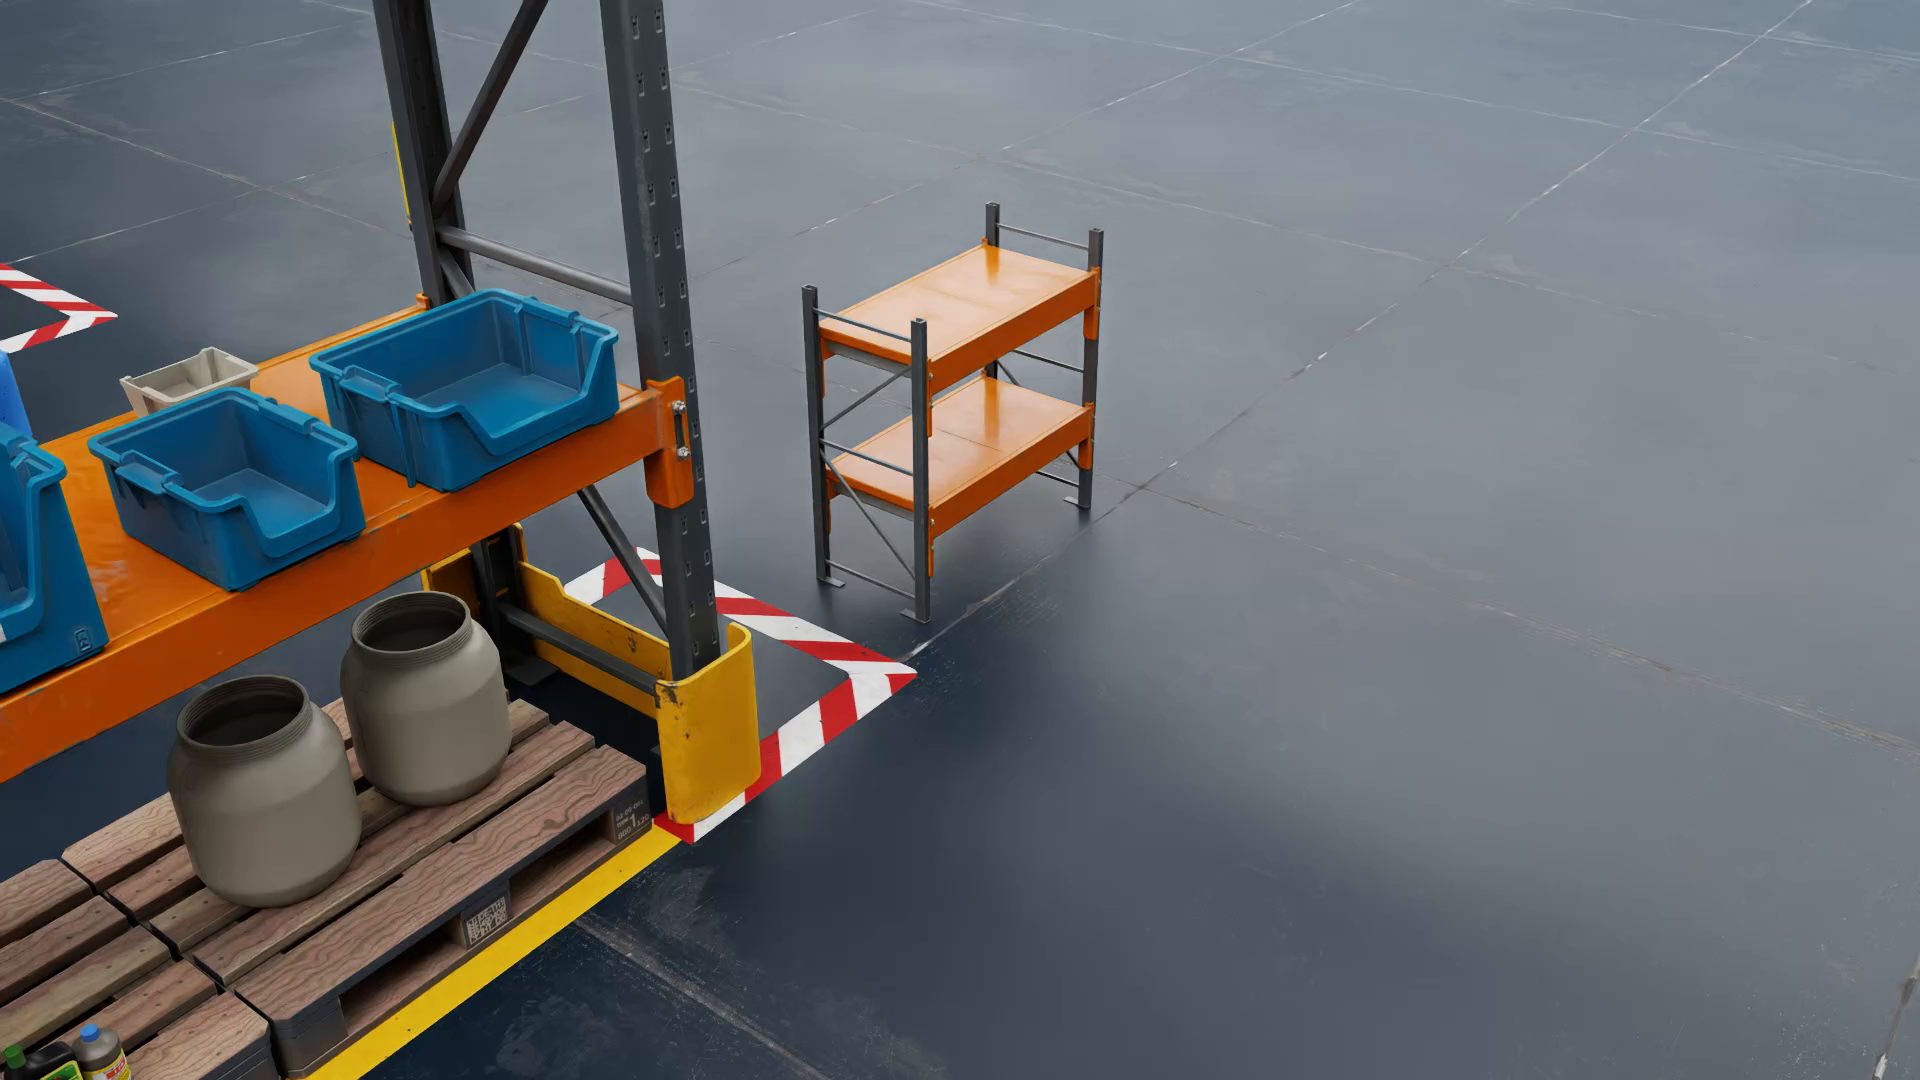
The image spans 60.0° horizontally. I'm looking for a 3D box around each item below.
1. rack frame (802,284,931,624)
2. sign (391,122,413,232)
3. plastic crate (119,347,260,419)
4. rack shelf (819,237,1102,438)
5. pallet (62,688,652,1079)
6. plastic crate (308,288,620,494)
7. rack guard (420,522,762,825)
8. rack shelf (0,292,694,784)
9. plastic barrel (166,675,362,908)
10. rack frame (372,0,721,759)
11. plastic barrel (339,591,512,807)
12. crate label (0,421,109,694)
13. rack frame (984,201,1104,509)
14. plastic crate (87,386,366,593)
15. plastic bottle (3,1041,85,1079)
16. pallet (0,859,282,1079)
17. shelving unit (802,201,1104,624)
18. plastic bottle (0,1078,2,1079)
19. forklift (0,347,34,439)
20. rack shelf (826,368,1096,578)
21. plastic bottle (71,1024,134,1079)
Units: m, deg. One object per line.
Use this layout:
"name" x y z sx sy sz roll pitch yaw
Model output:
"rack frame" -0.311 -0.275 5.610 0.500 1.125 0.032 21 37 31
"sign" -1.574 -1.032 4.778 0.100 0.325 0.005 21 37 31
"plastic crate" -1.935 -0.364 4.180 0.298 0.136 0.250 21 37 31
"rack shelf" -0.004 -0.733 5.809 0.538 0.278 1.000 21 37 31
"pallet" -1.641 0.832 4.640 1.003 0.211 1.213 21 37 31
"plastic crate" -1.202 -0.382 4.099 0.499 0.251 0.616 21 37 31
"rack guard" -1.147 0.379 5.120 1.175 0.500 0.348 21 37 31
"rack shelf" -2.346 0.381 3.371 1.077 0.370 4.000 21 37 31
"plastic barrel" -1.777 0.642 4.252 0.421 0.512 0.421 0 31 0
"rack frame" -1.138 -0.742 4.560 1.000 3.000 0.127 21 37 31
"plastic barrel" -1.475 0.439 4.596 0.421 0.512 0.421 0 31 0
"crate label" -2.034 0.074 3.148 0.502 0.435 0.616 21 37 31
"rack frame" 0.303 -0.688 6.307 0.500 1.125 0.032 21 37 31
"plastic crate" -1.599 -0.120 3.657 0.499 0.251 0.408 21 37 31
"plastic bottle" -1.954 1.172 3.563 0.061 0.283 0.133 22 37 32
"pallet" -2.378 1.325 3.807 1.003 0.211 1.213 21 37 31
"shelving unit" -0.004 -0.481 5.959 0.538 1.125 1.048 21 37 31
"plastic bottle" -2.072 1.216 3.496 0.152 0.276 0.135 21 37 32
"forklift" -4.386 -0.604 4.394 3.031 2.935 1.130 -25 39 -35
"rack shelf" -0.004 -0.271 6.083 0.538 0.278 1.000 21 37 31
"plastic bottle" -1.898 1.154 3.674 0.097 0.201 0.097 0 31 0
